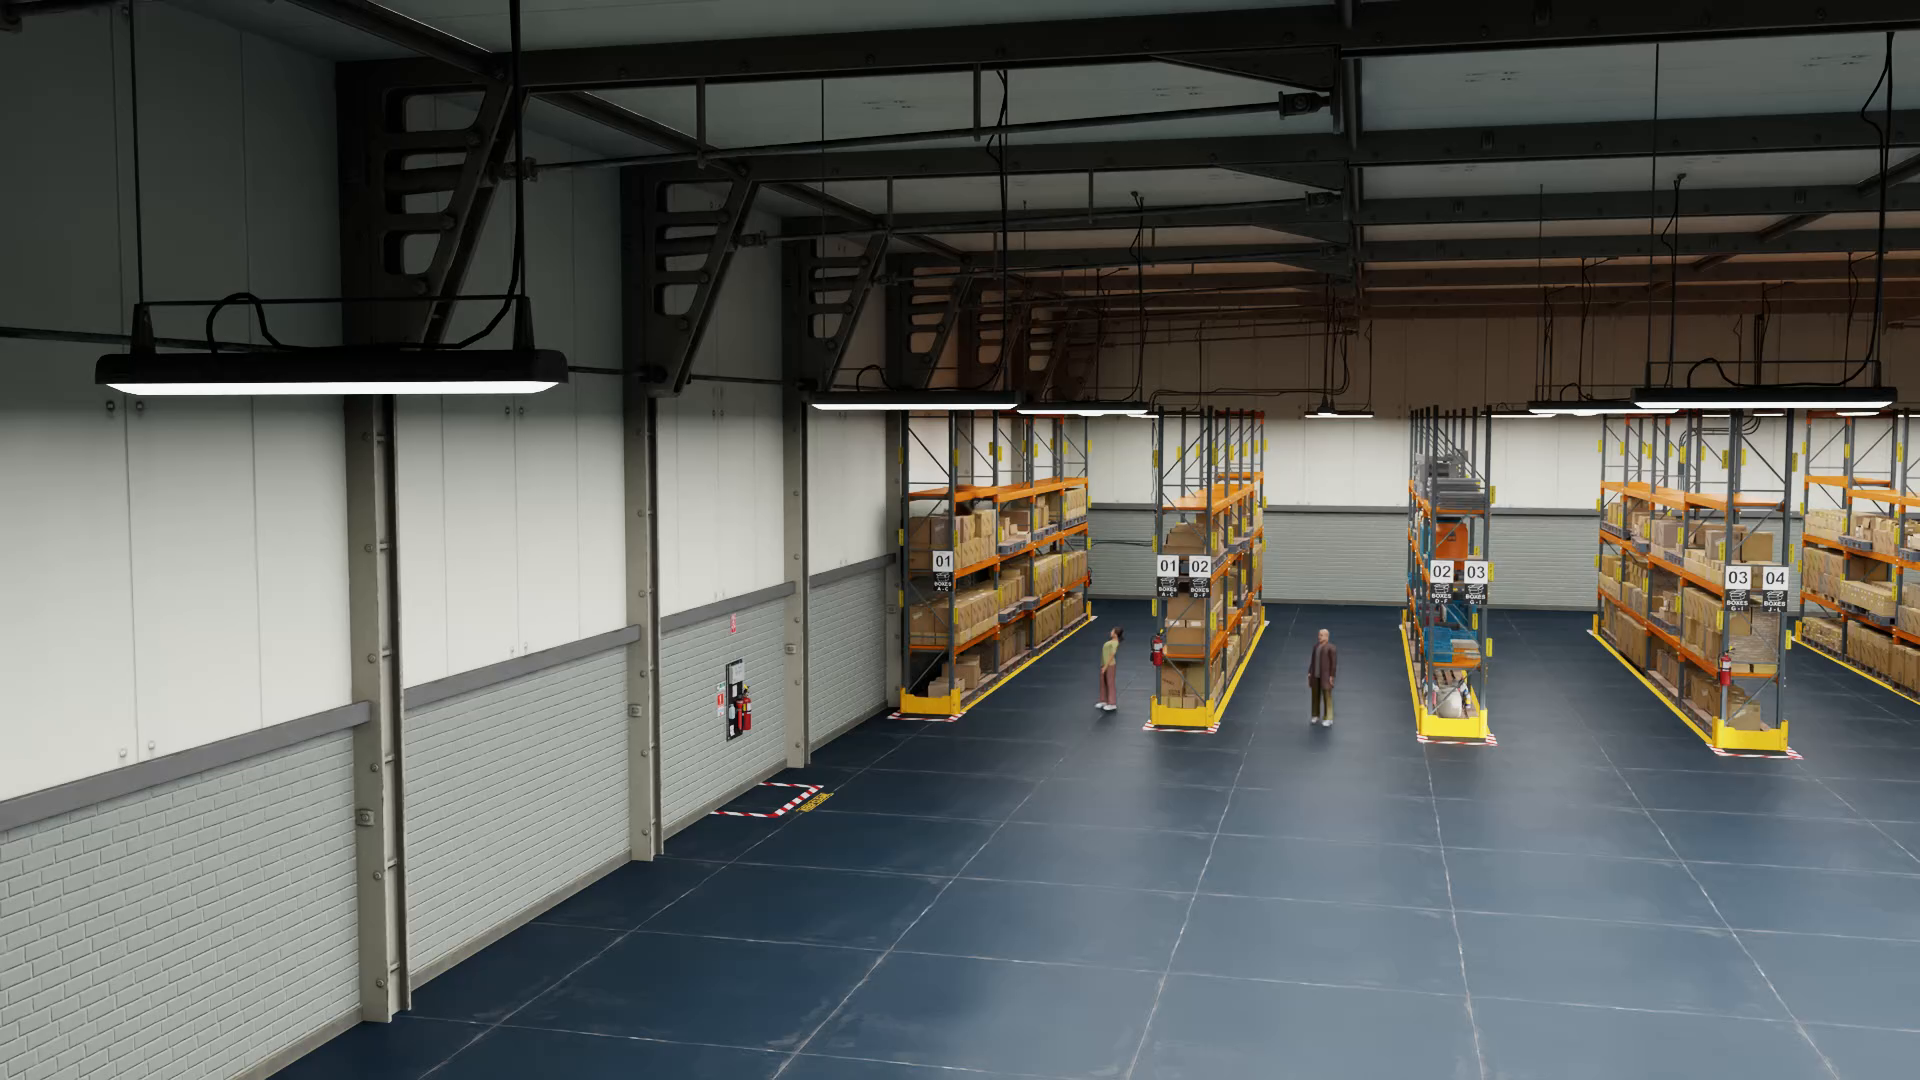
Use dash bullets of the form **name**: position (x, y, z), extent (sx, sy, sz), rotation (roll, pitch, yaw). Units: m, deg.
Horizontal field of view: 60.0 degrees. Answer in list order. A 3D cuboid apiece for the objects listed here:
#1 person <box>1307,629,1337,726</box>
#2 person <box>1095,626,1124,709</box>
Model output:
- **person**: position (6.805, 2.578, 31.354), extent (0.404, 1.788, 0.616), rotation (-3, 5, -40)
- **person**: position (2.969, 2.525, 33.044), extent (0.506, 1.638, 0.518), rotation (-1, 4, -19)
